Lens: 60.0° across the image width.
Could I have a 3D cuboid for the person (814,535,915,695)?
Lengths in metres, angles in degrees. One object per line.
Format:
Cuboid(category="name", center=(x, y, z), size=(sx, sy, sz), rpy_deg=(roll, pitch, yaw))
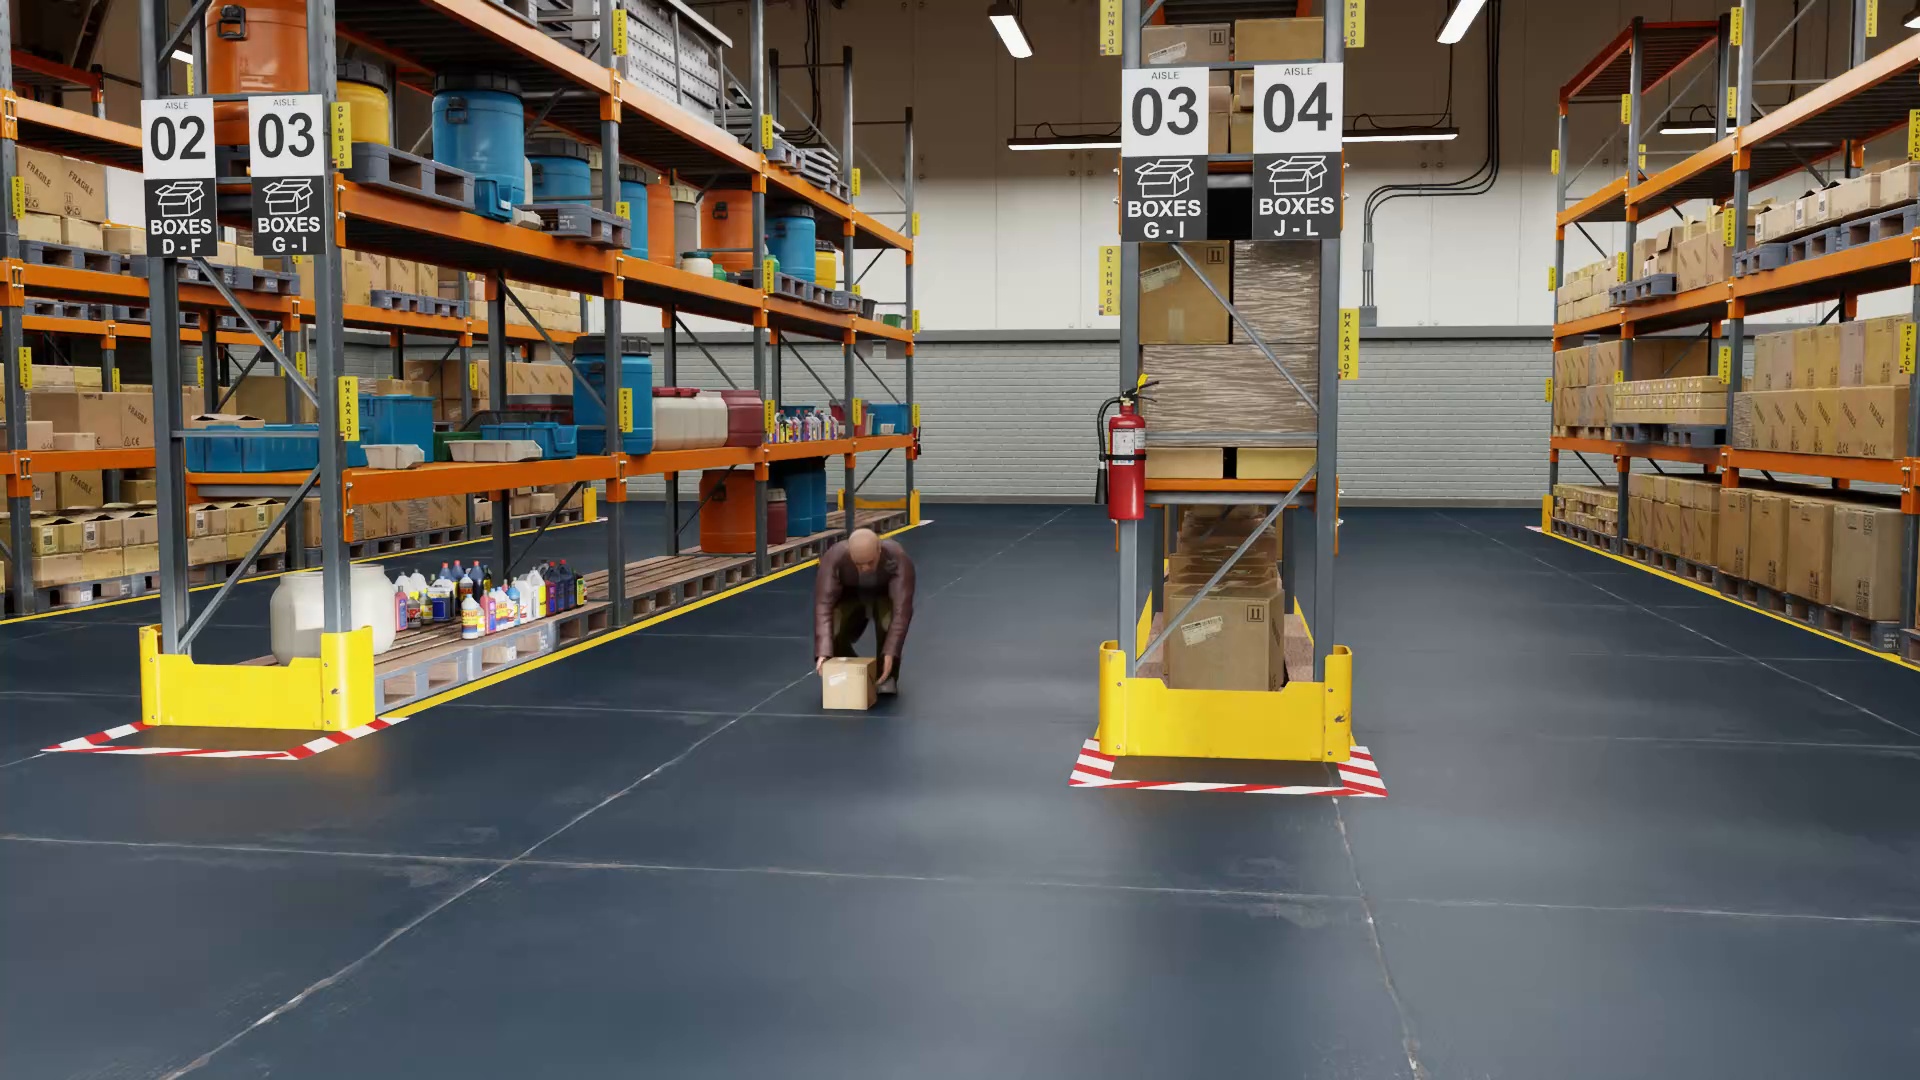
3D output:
Cuboid(category="person", center=(-0.542, 0.424, 9.566), size=(0.609, 0.937, 0.909), rpy_deg=(1, 4, 9))
